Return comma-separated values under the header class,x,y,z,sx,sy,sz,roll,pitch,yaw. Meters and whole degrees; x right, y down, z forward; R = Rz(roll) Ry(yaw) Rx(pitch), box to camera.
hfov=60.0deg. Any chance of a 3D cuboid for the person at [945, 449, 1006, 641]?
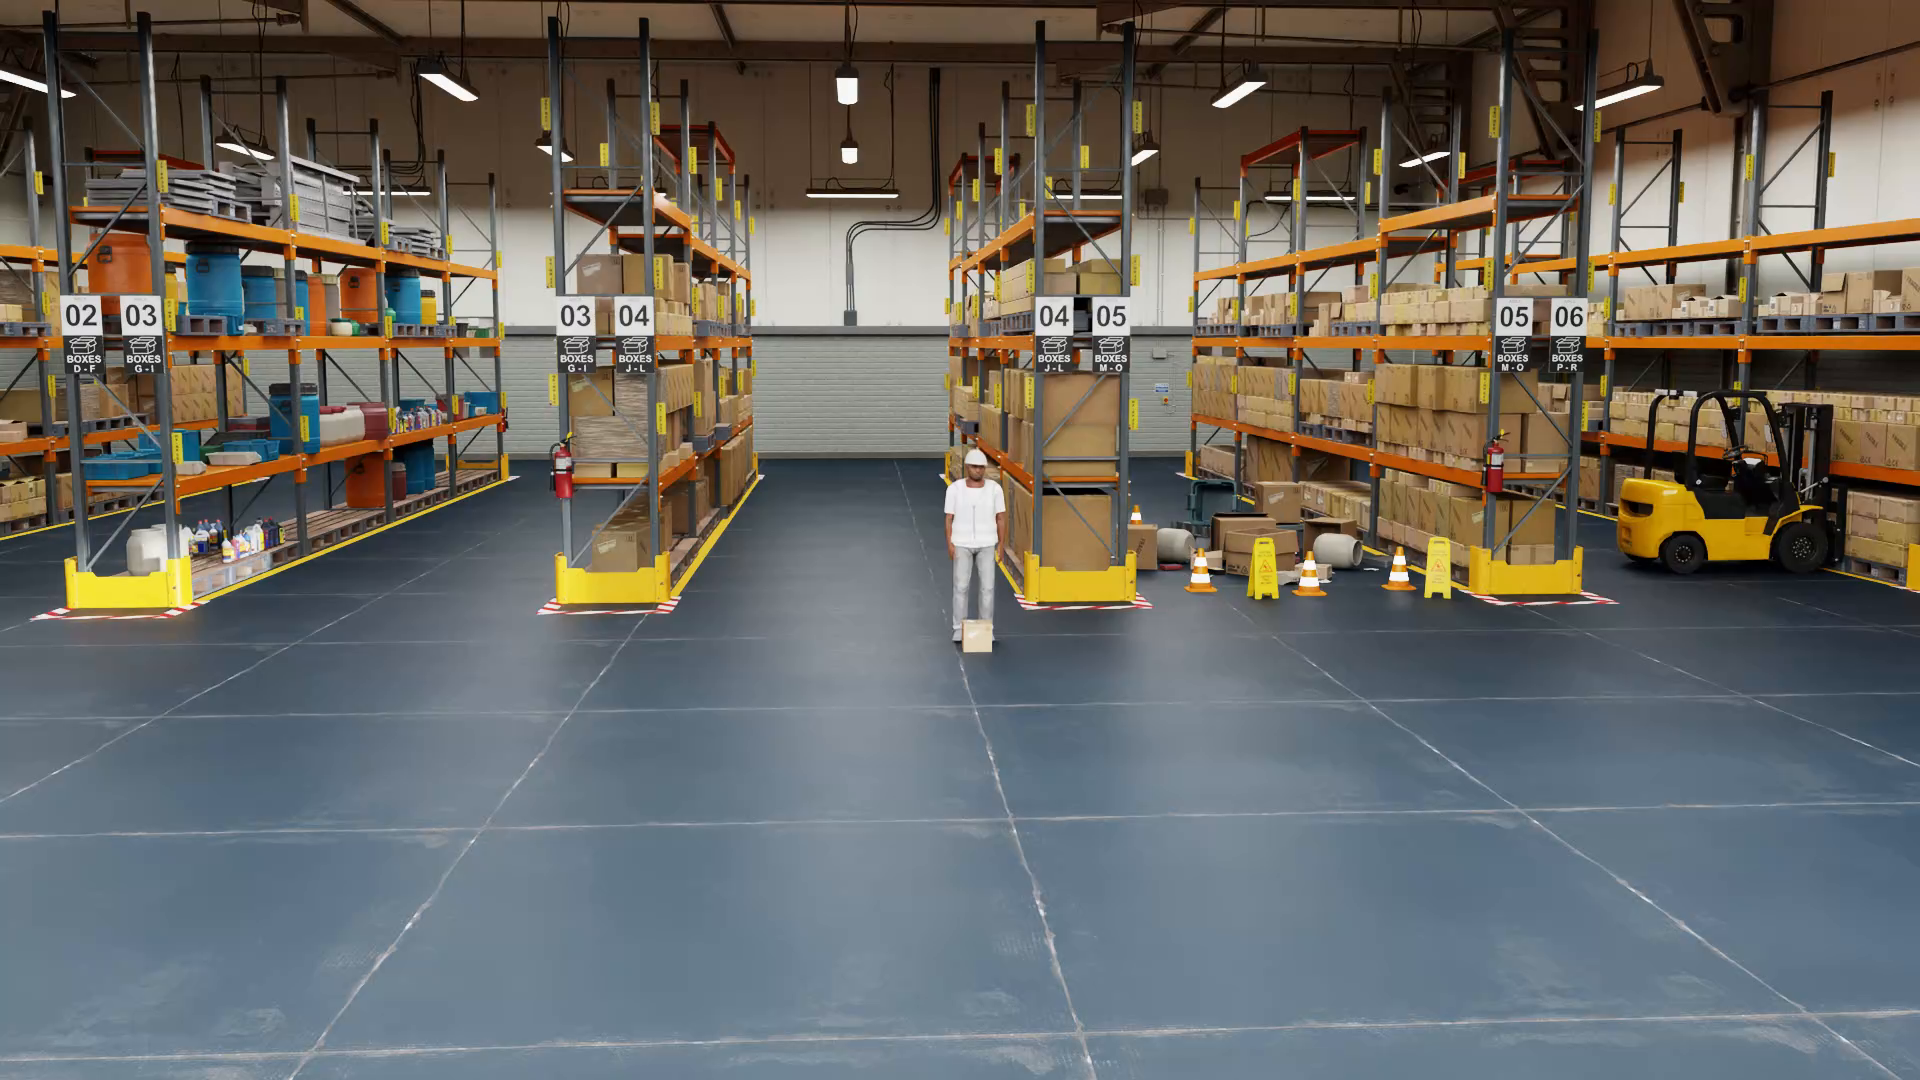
class,x,y,z,sx,sy,sz,roll,pitch,yaw
person,0.142,0.049,15.254,0.563,1.759,0.360,0,7,-2
